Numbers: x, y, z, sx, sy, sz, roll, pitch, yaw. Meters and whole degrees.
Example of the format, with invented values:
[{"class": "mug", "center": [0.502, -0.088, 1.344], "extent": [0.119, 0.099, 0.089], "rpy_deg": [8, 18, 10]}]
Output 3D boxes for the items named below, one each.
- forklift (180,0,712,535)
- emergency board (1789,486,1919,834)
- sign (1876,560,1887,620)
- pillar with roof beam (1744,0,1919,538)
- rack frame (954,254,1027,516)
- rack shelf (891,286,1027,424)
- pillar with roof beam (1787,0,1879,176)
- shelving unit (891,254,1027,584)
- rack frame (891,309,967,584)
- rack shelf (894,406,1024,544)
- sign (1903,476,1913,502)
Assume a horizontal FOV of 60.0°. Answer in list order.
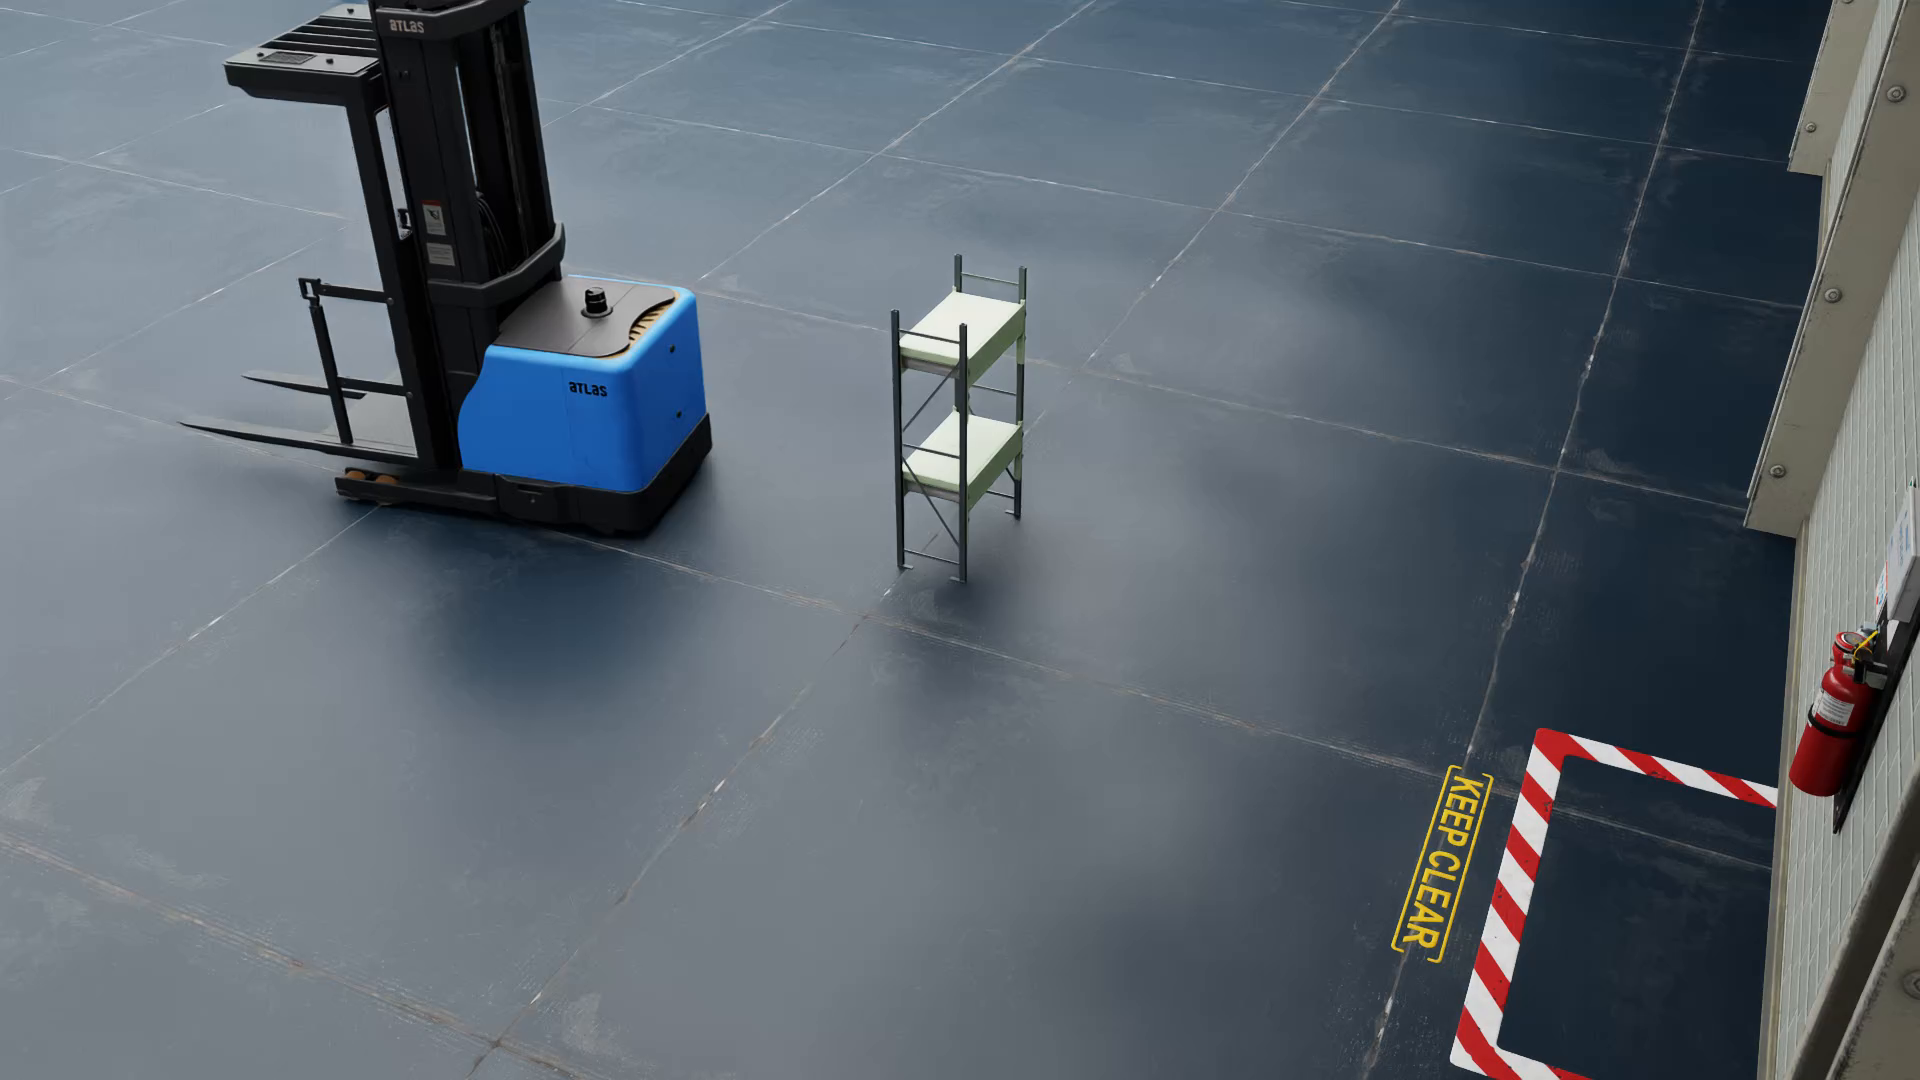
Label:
[{"class": "forklift", "center": [-3.038, -1.693, 9.027], "extent": [3.031, 2.935, 1.130], "rpy_deg": [8, 34, 12]}, {"class": "emergency board", "center": [3.130, 0.376, 5.809], "extent": [0.194, 1.169, 0.643], "rpy_deg": [14, 36, 20]}, {"class": "sign", "center": [3.455, 0.110, 6.183], "extent": [0.001, 0.329, 0.234], "rpy_deg": [14, 36, 20]}, {"class": "pillar with roof beam", "center": [0.661, -4.886, 8.364], "extent": [9.100, 9.000, 0.400], "rpy_deg": [14, 36, 20]}, {"class": "rack frame", "center": [0.156, -0.813, 8.990], "extent": [0.400, 1.500, 0.023], "rpy_deg": [14, 36, 20]}, {"class": "rack shelf", "center": [0.003, -0.957, 8.498], "extent": [0.431, 0.370, 0.720], "rpy_deg": [14, 36, 20]}, {"class": "pillar with roof beam", "center": [3.172, -7.875, 12.921], "extent": [9.100, 9.000, 0.400], "rpy_deg": [14, 36, 20]}, {"class": "shelving unit", "center": [0.003, -0.631, 8.712], "extent": [0.431, 1.500, 0.755], "rpy_deg": [14, 36, 20]}, {"class": "rack frame", "center": [-0.150, -0.448, 8.434], "extent": [0.400, 1.500, 0.023], "rpy_deg": [14, 36, 20]}, {"class": "rack shelf", "center": [0.003, -0.358, 8.891], "extent": [0.431, 0.370, 0.720], "rpy_deg": [14, 36, 20]}, {"class": "sign", "center": [3.445, -0.112, 6.037], "extent": [0.001, 0.109, 0.331], "rpy_deg": [14, 36, 20]}]
